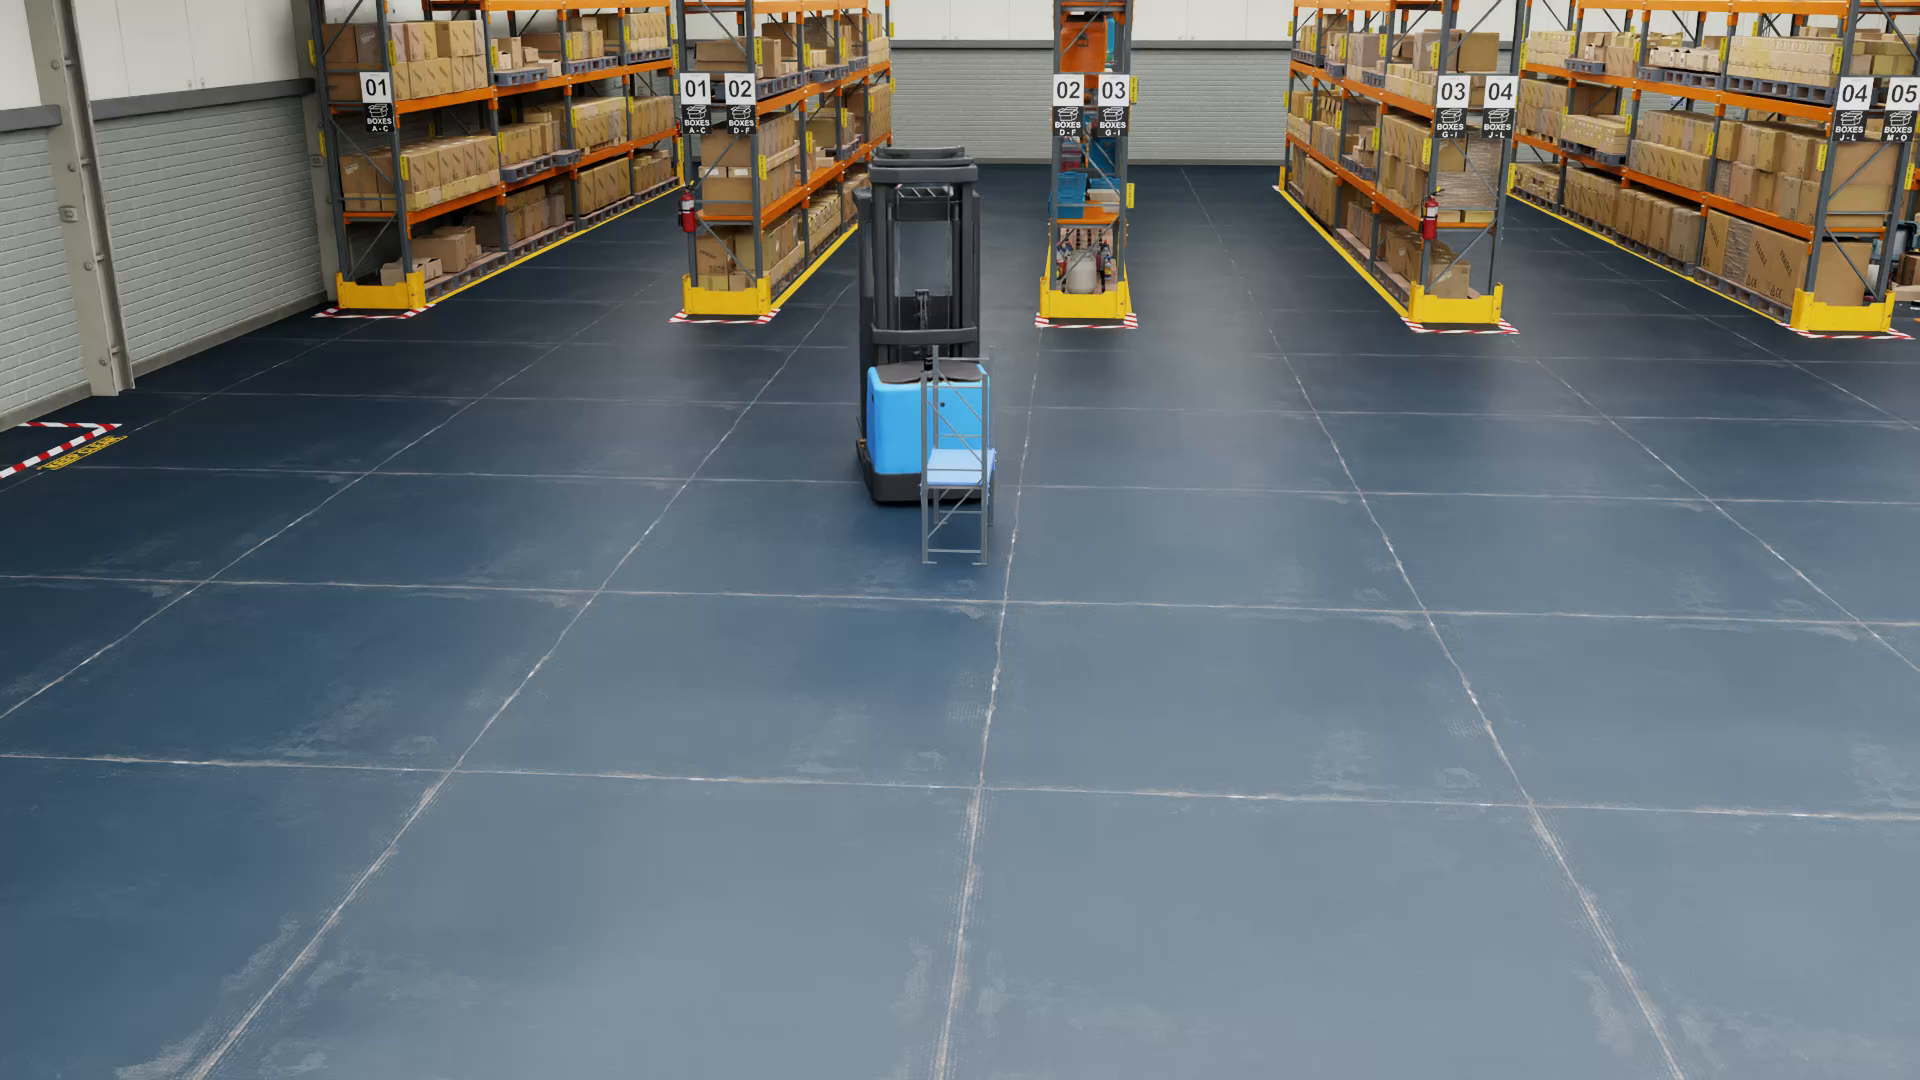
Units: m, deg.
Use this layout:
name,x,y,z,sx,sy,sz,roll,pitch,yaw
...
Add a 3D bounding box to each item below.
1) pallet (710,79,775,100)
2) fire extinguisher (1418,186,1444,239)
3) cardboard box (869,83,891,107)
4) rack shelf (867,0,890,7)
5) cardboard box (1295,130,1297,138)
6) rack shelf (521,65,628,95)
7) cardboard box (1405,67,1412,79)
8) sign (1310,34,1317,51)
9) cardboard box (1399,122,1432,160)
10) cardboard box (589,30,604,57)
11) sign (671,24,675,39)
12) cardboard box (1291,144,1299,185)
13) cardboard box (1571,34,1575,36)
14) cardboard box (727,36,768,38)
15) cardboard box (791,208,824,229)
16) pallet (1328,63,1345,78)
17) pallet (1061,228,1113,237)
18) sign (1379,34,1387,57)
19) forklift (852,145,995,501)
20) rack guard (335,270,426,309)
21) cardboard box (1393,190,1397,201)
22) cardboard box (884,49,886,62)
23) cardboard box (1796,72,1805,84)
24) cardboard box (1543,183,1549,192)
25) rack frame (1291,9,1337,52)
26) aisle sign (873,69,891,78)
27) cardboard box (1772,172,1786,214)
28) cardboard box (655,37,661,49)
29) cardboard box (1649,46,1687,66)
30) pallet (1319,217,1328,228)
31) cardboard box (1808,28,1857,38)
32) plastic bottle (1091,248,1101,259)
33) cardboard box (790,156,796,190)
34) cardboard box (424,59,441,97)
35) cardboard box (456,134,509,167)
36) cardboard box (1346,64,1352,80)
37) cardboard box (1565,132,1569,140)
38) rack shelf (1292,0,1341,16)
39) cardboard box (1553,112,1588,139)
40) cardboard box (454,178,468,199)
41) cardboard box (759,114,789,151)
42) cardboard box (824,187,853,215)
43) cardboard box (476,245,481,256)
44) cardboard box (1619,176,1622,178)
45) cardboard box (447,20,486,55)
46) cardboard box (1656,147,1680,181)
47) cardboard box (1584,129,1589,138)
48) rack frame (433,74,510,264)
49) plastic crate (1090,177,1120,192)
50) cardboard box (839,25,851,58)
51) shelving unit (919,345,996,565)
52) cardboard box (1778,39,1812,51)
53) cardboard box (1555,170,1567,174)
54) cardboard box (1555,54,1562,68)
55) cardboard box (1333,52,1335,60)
name,x,y,z,sx,sy,sz,roll,pitch,yaw
pallet,-3.142,-6.192,22.827,1.003,0.211,1.213,1,18,4
fire extinguisher,6.194,-4.305,21.868,0.296,0.674,0.183,1,18,4
cardboard box,-1.829,-9.937,37.165,0.500,0.500,0.500,1,18,3
rack shelf,-2.215,-11.445,35.060,1.077,0.370,4.000,1,18,4
cardboard box,7.345,-8.636,35.366,0.380,0.149,0.250,1,18,3
rack shelf,-7.443,-8.888,32.069,1.077,0.370,4.000,1,18,4
cardboard box,6.562,-6.653,23.693,0.380,0.149,0.250,1,18,3
sign,6.969,-9.815,32.784,0.100,0.325,0.005,1,18,4
cardboard box,6.567,-5.673,23.675,0.500,0.500,0.500,1,18,4
cardboard box,-7.472,-9.837,32.942,0.700,0.500,0.500,0,18,1
sign,-6.473,-11.460,37.468,0.100,0.325,0.005,1,18,4
cardboard box,7.843,-8.326,36.752,0.875,0.875,0.875,1,18,4
cardboard box,12.212,-9.836,32.605,0.380,0.149,0.250,0,18,1
cardboard box,-3.231,-7.420,25.374,0.500,0.500,0.500,3,18,8
cardboard box,-2.577,-5.430,28.018,0.500,0.311,0.500,1,18,2
pallet,7.229,-8.389,29.692,1.213,0.211,1.003,2,18,6
pallet,2.201,-5.397,29.556,1.003,0.211,1.213,1,18,4
sign,6.395,-7.479,25.150,0.100,0.325,0.005,1,18,4
forklift,-0.396,-2.137,15.238,1.130,2.935,3.031,-2,18,-7
rack guard,-8.154,-3.535,23.407,1.175,0.500,0.348,1,18,4
cardboard box,6.568,-5.041,24.394,0.380,0.149,0.250,1,18,4
cardboard box,-1.892,-10.592,36.355,0.500,0.250,0.500,1,18,4
cardboard box,11.343,-6.125,22.051,0.380,0.149,0.250,1,18,4
cardboard box,12.176,-7.211,34.039,0.380,0.149,0.250,1,18,2
rack frame,7.809,-12.187,36.165,1.000,3.000,0.127,1,18,4
aisle sign,-1.761,-10.808,37.416,0.394,0.787,0.004,1,18,4
cardboard box,11.766,-4.755,22.876,0.875,0.550,0.550,1,18,4
cardboard box,-6.837,-10.874,36.381,0.500,0.250,0.500,1,18,2
cardboard box,11.904,-8.120,27.877,0.500,0.311,0.500,1,18,4
pallet,7.457,-6.148,31.846,1.003,0.211,1.213,1,18,4
cardboard box,17.471,-10.014,33.349,0.797,0.503,0.637,3,18,8
plastic bottle,2.086,-4.364,25.592,0.152,0.276,0.135,1,18,4
cardboard box,-2.957,-5.741,25.967,0.700,0.500,0.500,1,18,2
cardboard box,-7.779,-6.607,23.759,0.500,0.500,0.500,2,18,6
cardboard box,-7.803,-6.355,27.133,0.700,0.500,0.500,1,18,4
cardboard box,6.948,-8.066,28.644,0.500,0.250,0.500,2,18,5
cardboard box,11.961,-7.834,32.242,0.380,0.149,0.250,2,18,5
rack shelf,7.666,-11.034,34.443,1.077,0.370,4.000,1,18,4
cardboard box,12.215,-8.297,33.290,0.500,0.500,0.500,1,18,4
cardboard box,-7.704,-5.258,24.861,0.500,0.250,0.500,1,18,4
cardboard box,-2.992,-6.201,25.285,0.700,0.500,0.500,1,18,4
cardboard box,-2.296,-6.393,31.424,0.500,0.500,0.500,1,18,2
cardboard box,-7.882,-4.637,26.601,0.380,0.166,0.250,-1,18,-3
cardboard box,12.551,-6.597,30.875,0.500,0.250,0.500,1,18,4
cardboard box,-7.639,-7.737,25.602,0.500,0.500,0.500,0,18,-1
cardboard box,11.766,-6.154,27.228,0.500,0.500,0.500,1,18,3
cardboard box,11.865,-7.576,30.977,0.380,0.149,0.250,1,18,3
rack frame,-7.873,-5.941,26.737,1.000,3.000,0.127,1,18,4
plastic crate,2.200,-5.299,25.018,0.499,0.251,0.616,1,18,4
cardboard box,-2.468,-9.882,32.950,0.600,0.600,0.600,0,18,-1
shelving unit,-0.006,-0.686,13.109,0.538,1.500,1.048,1,18,4
cardboard box,11.397,-6.743,22.655,0.380,0.149,0.250,1,18,4
cardboard box,12.822,-7.749,35.202,0.380,0.149,0.250,1,18,2
cardboard box,12.275,-9.619,33.386,0.500,0.250,0.500,1,18,4
cardboard box,7.266,-9.141,31.413,0.380,0.149,0.250,1,18,2
